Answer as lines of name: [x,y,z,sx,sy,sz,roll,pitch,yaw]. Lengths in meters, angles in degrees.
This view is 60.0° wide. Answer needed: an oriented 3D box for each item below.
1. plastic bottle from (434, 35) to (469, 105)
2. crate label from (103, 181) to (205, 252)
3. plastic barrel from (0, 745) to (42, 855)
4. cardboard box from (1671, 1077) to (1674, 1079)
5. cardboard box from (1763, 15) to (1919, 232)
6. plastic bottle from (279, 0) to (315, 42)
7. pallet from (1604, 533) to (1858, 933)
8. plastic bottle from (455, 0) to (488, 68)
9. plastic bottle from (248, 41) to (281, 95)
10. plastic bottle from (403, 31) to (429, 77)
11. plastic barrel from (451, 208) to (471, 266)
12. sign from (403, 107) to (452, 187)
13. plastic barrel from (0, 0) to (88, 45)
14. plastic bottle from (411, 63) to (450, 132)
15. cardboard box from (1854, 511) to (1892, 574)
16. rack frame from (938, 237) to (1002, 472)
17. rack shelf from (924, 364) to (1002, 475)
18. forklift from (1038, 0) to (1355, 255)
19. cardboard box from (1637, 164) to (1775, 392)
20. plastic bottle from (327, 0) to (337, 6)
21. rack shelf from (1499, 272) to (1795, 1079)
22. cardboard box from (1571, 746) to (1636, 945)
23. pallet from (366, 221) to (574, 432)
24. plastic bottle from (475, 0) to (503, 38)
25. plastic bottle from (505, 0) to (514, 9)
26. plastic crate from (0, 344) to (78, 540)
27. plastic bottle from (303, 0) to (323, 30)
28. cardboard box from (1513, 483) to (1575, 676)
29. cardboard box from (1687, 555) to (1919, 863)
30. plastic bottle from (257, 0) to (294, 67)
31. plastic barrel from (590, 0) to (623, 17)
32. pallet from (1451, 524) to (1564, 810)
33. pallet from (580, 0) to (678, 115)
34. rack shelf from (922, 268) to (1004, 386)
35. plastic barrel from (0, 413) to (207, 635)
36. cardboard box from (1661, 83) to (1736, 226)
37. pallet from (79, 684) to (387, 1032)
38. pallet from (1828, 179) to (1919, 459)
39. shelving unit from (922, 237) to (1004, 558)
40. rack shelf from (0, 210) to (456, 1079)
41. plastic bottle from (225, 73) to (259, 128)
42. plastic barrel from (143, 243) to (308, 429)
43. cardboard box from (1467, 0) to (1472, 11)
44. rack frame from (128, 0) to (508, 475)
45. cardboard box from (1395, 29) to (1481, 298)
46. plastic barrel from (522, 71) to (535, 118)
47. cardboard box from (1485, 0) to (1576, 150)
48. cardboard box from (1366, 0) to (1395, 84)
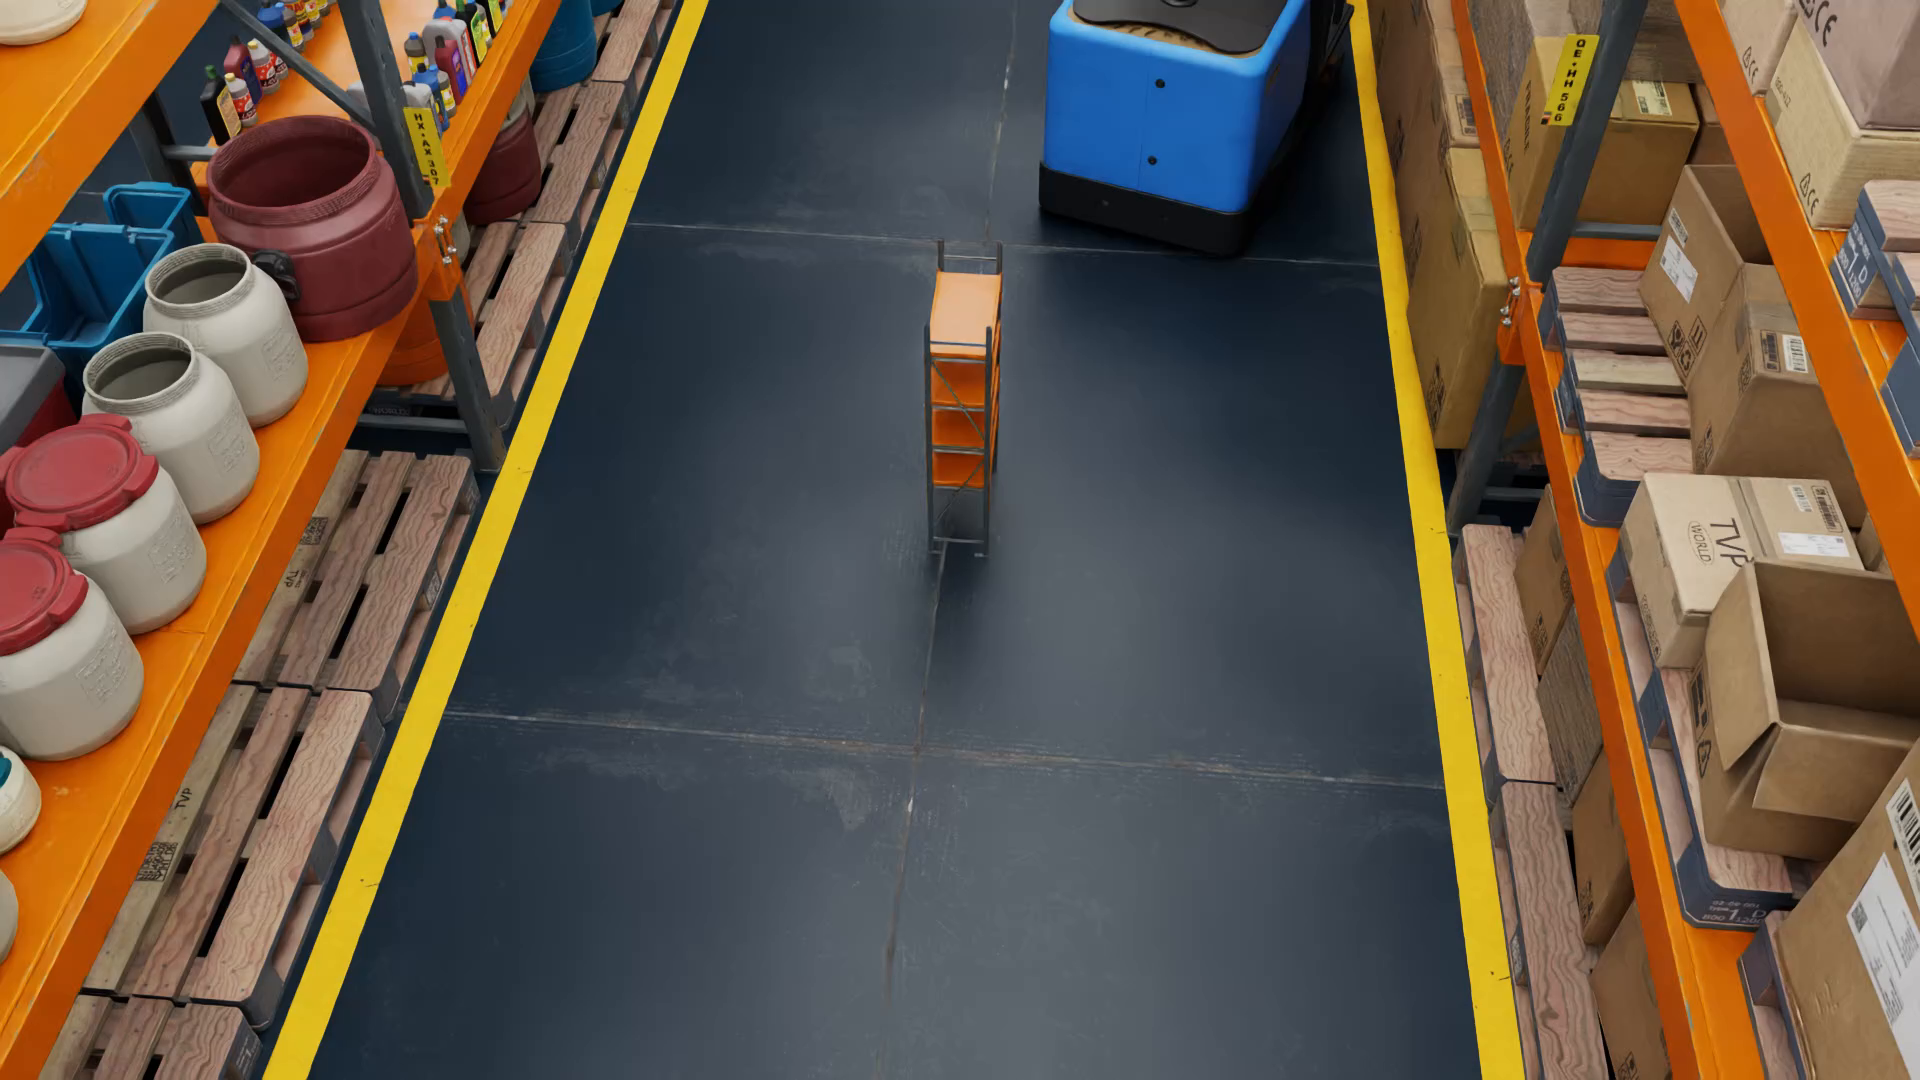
plastic bottle: [-2.002,-1.864,6.527,0.061,0.283,0.133,4,48,4]
crate label: [-2.850,-1.028,5.797,0.303,0.233,0.416,4,48,4]
plastic barrel: [-2.530,0.655,4.238,0.301,0.262,0.301,0,48,0]
cardboard box: [2.269,1.800,4.493,0.700,0.500,0.500,4,48,3]
cardboard box: [2.113,-0.914,3.648,0.500,0.250,0.500,5,48,4]
plastic bottle: [-2.741,-2.191,6.834,0.097,0.271,0.097,0,48,0]
pallet: [2.354,0.486,4.429,1.003,0.211,1.213,4,48,4]
plastic bottle: [-1.977,-2.061,6.708,0.061,0.283,0.133,4,48,4]
plastic bottle: [-2.777,-1.881,6.598,0.097,0.201,0.097,0,48,0]
plastic bottle: [-2.161,-1.933,6.646,0.097,0.201,0.097,0,48,0]
plastic barrel: [-2.449,-1.453,7.473,0.421,0.512,0.421,0,48,0]
sign: [-1.890,-1.392,5.906,0.100,0.325,0.005,4,48,4]
plastic barrel: [-2.322,-1.385,4.070,0.301,0.262,0.301,0,48,0]
plastic bottle: [-2.039,-1.705,6.390,0.097,0.271,0.097,0,48,0]
cardboard box: [2.611,0.111,4.448,0.396,0.266,0.258,3,48,2]
rack frame: [0.037,-0.706,6.608,0.240,1.200,0.015,4,48,4]
rack shelf: [0.015,-0.481,6.494,0.258,0.148,0.480,4,48,4]
forklift: [1.434,-3.450,7.946,1.130,2.935,3.031,18,50,15]
cardboard box: [2.484,-0.812,5.133,0.500,0.500,0.500,-1,48,-1]
plastic bottle: [-2.715,-2.382,7.056,0.097,0.201,0.097,0,48,0]
rack shelf: [2.311,0.676,4.612,1.077,0.370,4.000,4,48,4]
cardboard box: [2.370,0.978,5.244,0.700,0.500,0.500,7,48,7]
pallet: [-2.408,-1.010,7.557,1.003,0.211,1.213,4,48,4]
plastic bottle: [-1.956,-2.231,6.863,0.061,0.283,0.133,4,48,4]
plastic bottle: [-1.955,-2.384,7.011,0.097,0.271,0.097,0,48,0]
plastic crate: [-2.891,-0.224,4.904,0.402,0.464,0.583,4,48,4]
plastic bottle: [-2.732,-2.239,6.925,0.097,0.201,0.097,0,48,0]
cardboard box: [2.453,0.153,5.999,0.700,0.500,0.500,2,48,1]
cardboard box: [2.195,0.447,3.980,0.797,0.503,0.637,8,48,8]
plastic bottle: [-2.759,-2.048,6.703,0.097,0.271,0.097,0,48,0]
plastic barrel: [-2.141,-3.343,8.938,0.600,0.901,0.708,4,48,4]
pallet: [2.421,0.479,6.195,1.003,0.211,1.213,4,48,4]
pallet: [-2.186,-2.803,9.197,1.003,0.211,1.213,4,48,4]
rack shelf: [0.015,-0.792,6.154,0.258,0.148,0.480,4,48,4]
plastic barrel: [-2.391,-0.021,4.670,0.433,0.535,0.433,0,48,0]
cardboard box: [2.809,-1.409,5.964,0.500,0.500,0.500,5,48,5]
pallet: [-2.662,1.033,5.688,1.003,0.211,1.213,4,48,4]
pallet: [2.383,-0.254,3.070,1.213,0.211,1.003,4,48,4]
shelving unit: [0.015,-0.527,6.444,0.258,1.200,0.503,4,48,4]
rack shelf: [-2.621,0.343,4.917,1.077,0.370,4.000,4,48,4]
plastic bottle: [-2.798,-1.712,6.443,0.097,0.201,0.097,0,48,0]
plastic barrel: [-2.320,-0.637,5.250,0.421,0.512,0.421,0,48,0]
cardboard box: [2.435,-2.571,7.027,0.500,0.500,0.500,5,48,4]
rack frame: [-2.439,-1.369,5.995,1.000,3.000,0.127,4,48,4]
cardboard box: [2.666,-1.621,7.381,1.225,0.875,0.875,4,48,4]
plastic barrel: [-2.346,-2.283,8.232,0.421,0.512,0.421,0,48,0]
cardboard box: [2.343,-1.815,6.335,0.500,0.500,0.500,3,48,3]
cardboard box: [2.820,-2.928,8.577,1.225,0.875,0.875,4,48,4]
